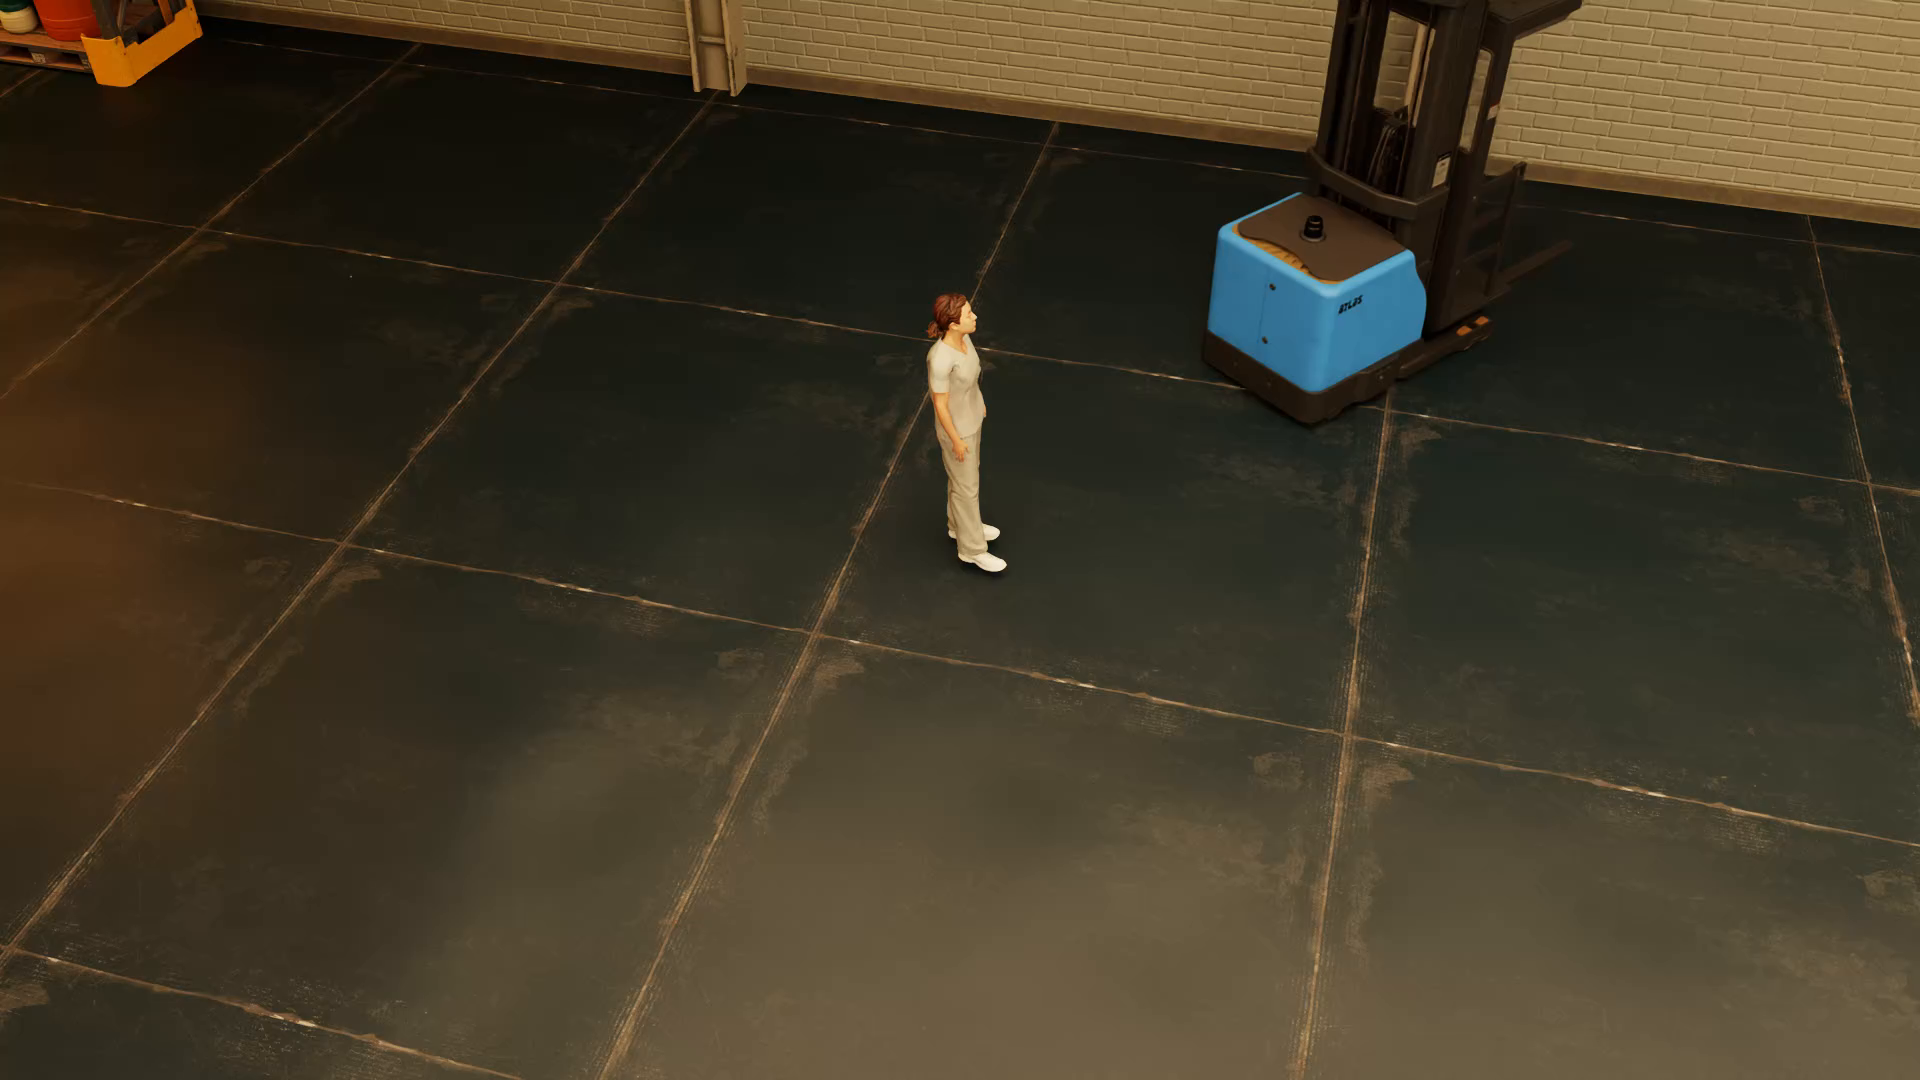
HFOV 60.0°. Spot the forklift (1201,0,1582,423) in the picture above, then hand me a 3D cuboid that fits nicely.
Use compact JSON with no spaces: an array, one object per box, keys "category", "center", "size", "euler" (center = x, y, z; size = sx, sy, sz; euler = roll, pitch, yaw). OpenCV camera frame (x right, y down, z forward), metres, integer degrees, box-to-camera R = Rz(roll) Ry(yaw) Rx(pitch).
[{"category":"forklift","center":[3.128,-2.670,10.908],"size":[3.031,2.935,1.130],"euler":[-28,48,-28]}]

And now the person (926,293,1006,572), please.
[{"category":"person","center":[0.067,-0.645,9.478],"size":[0.549,1.675,0.550],"euler":[10,42,11]}]
